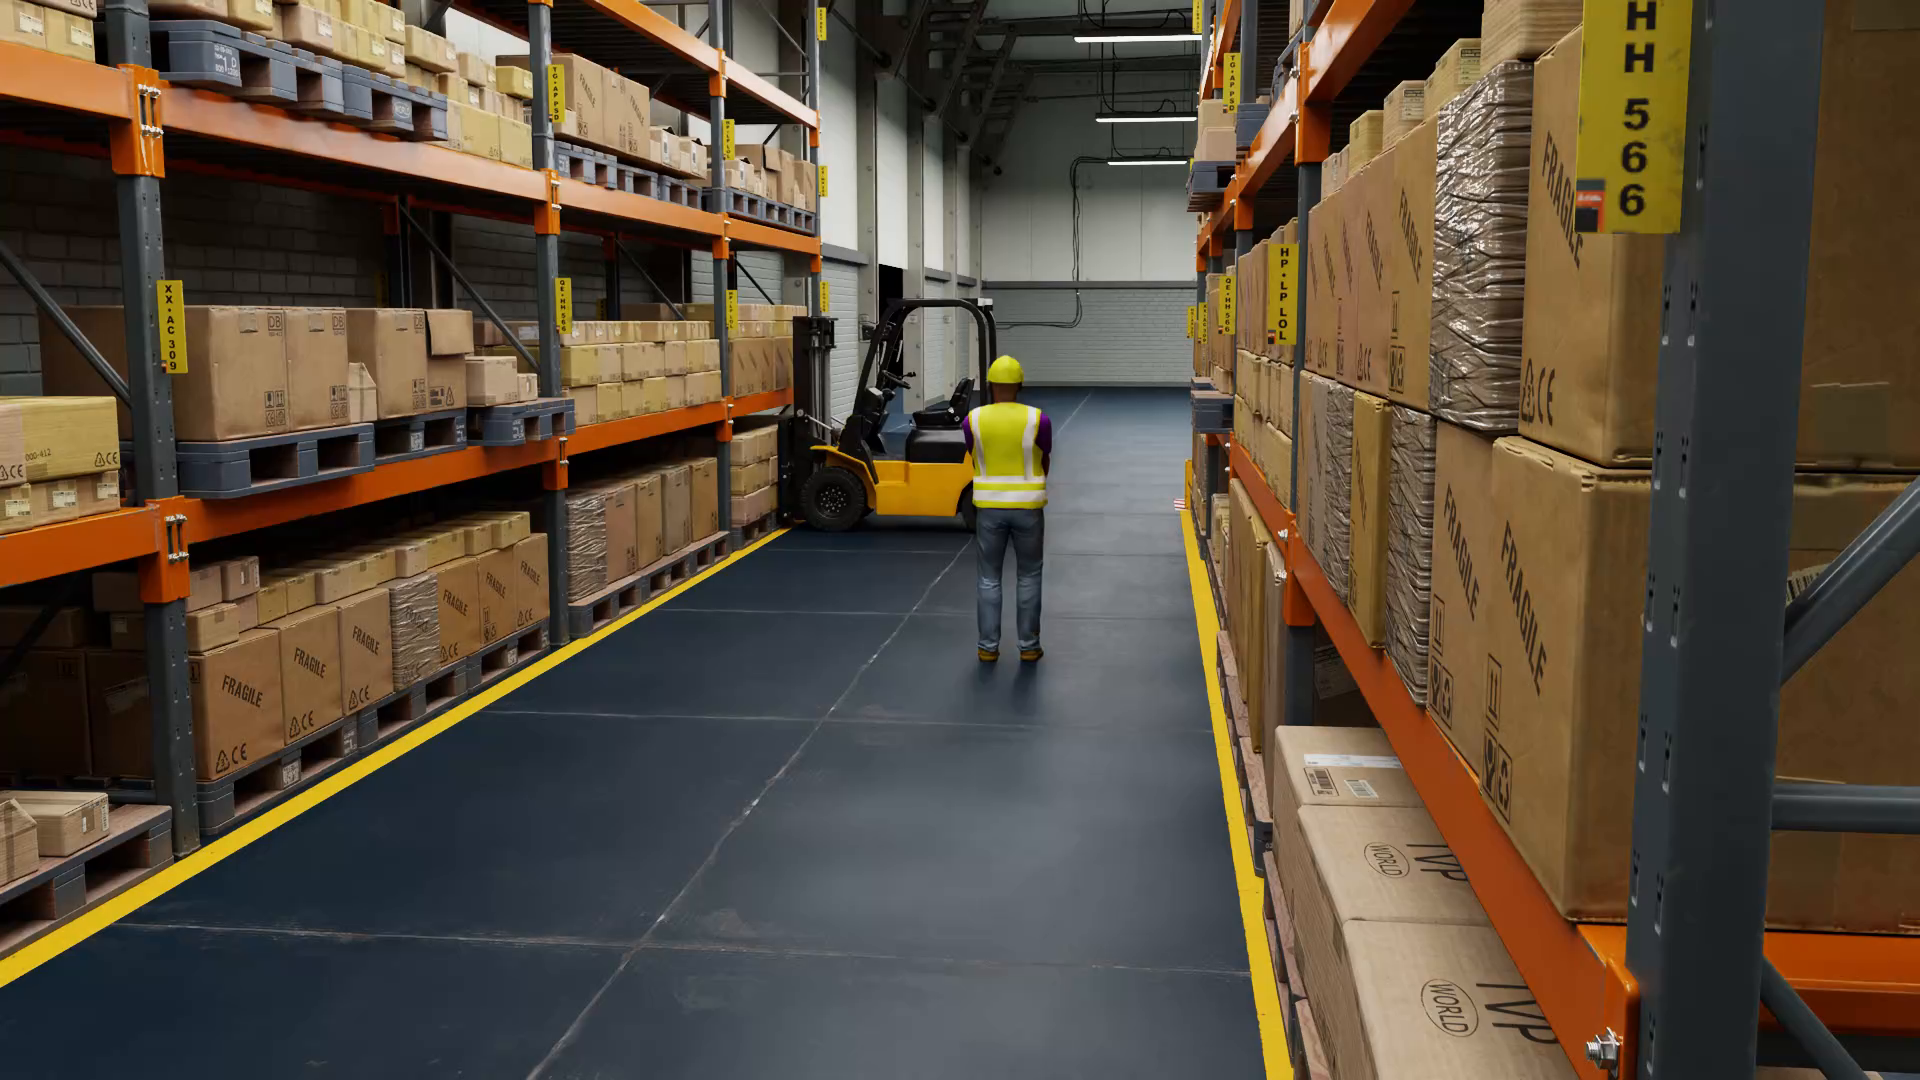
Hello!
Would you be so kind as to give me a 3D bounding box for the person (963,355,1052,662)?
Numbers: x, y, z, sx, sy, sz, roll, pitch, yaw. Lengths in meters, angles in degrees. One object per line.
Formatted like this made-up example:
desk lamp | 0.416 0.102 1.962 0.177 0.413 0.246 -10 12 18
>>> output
person | 0.286 -0.192 9.670 0.504 1.760 0.583 1 8 7
